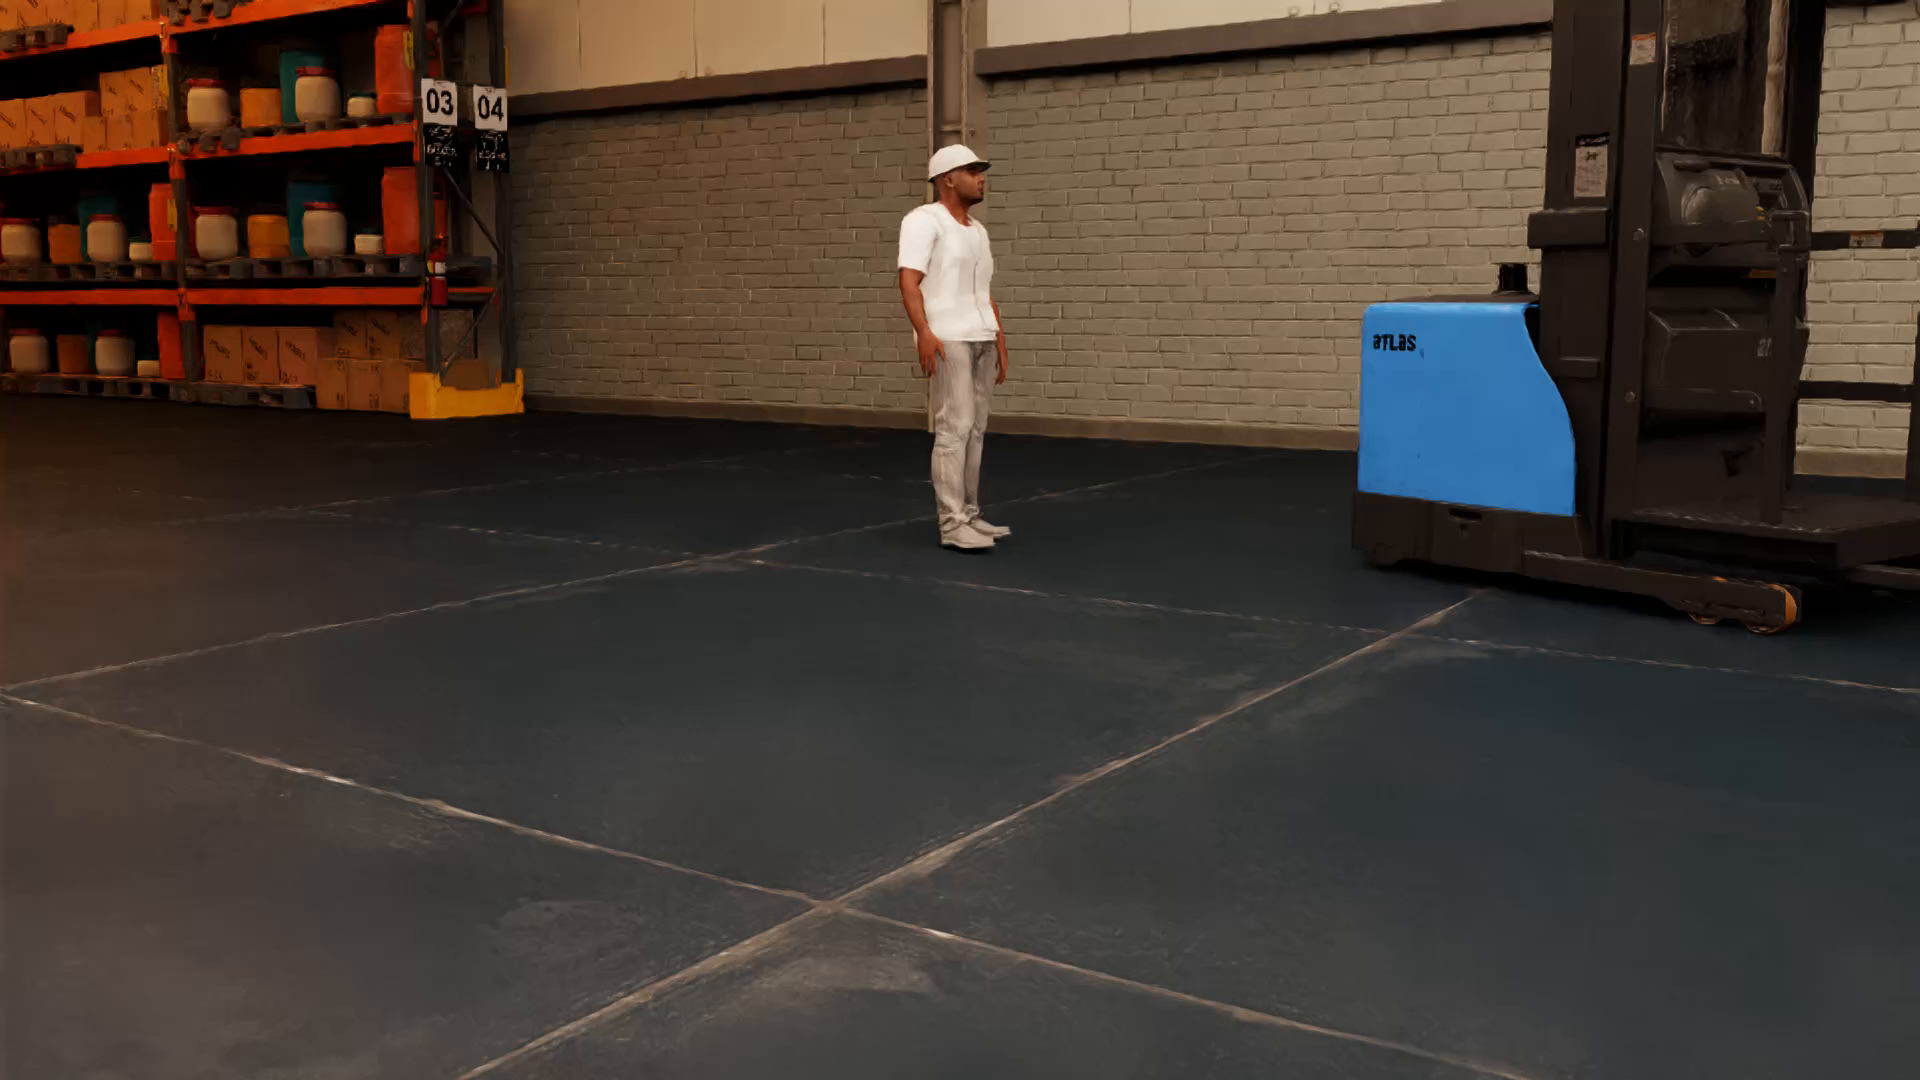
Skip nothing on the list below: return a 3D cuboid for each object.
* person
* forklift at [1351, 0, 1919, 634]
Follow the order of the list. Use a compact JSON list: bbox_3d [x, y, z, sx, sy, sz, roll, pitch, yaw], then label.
[{"bbox_3d":[-0.010,-0.911,7.475,0.419,1.707,0.665,5,10,34],"label":"person"},{"bbox_3d":[2.887,-1.220,5.771,1.130,2.935,3.031,-6,10,-36],"label":"forklift"}]
